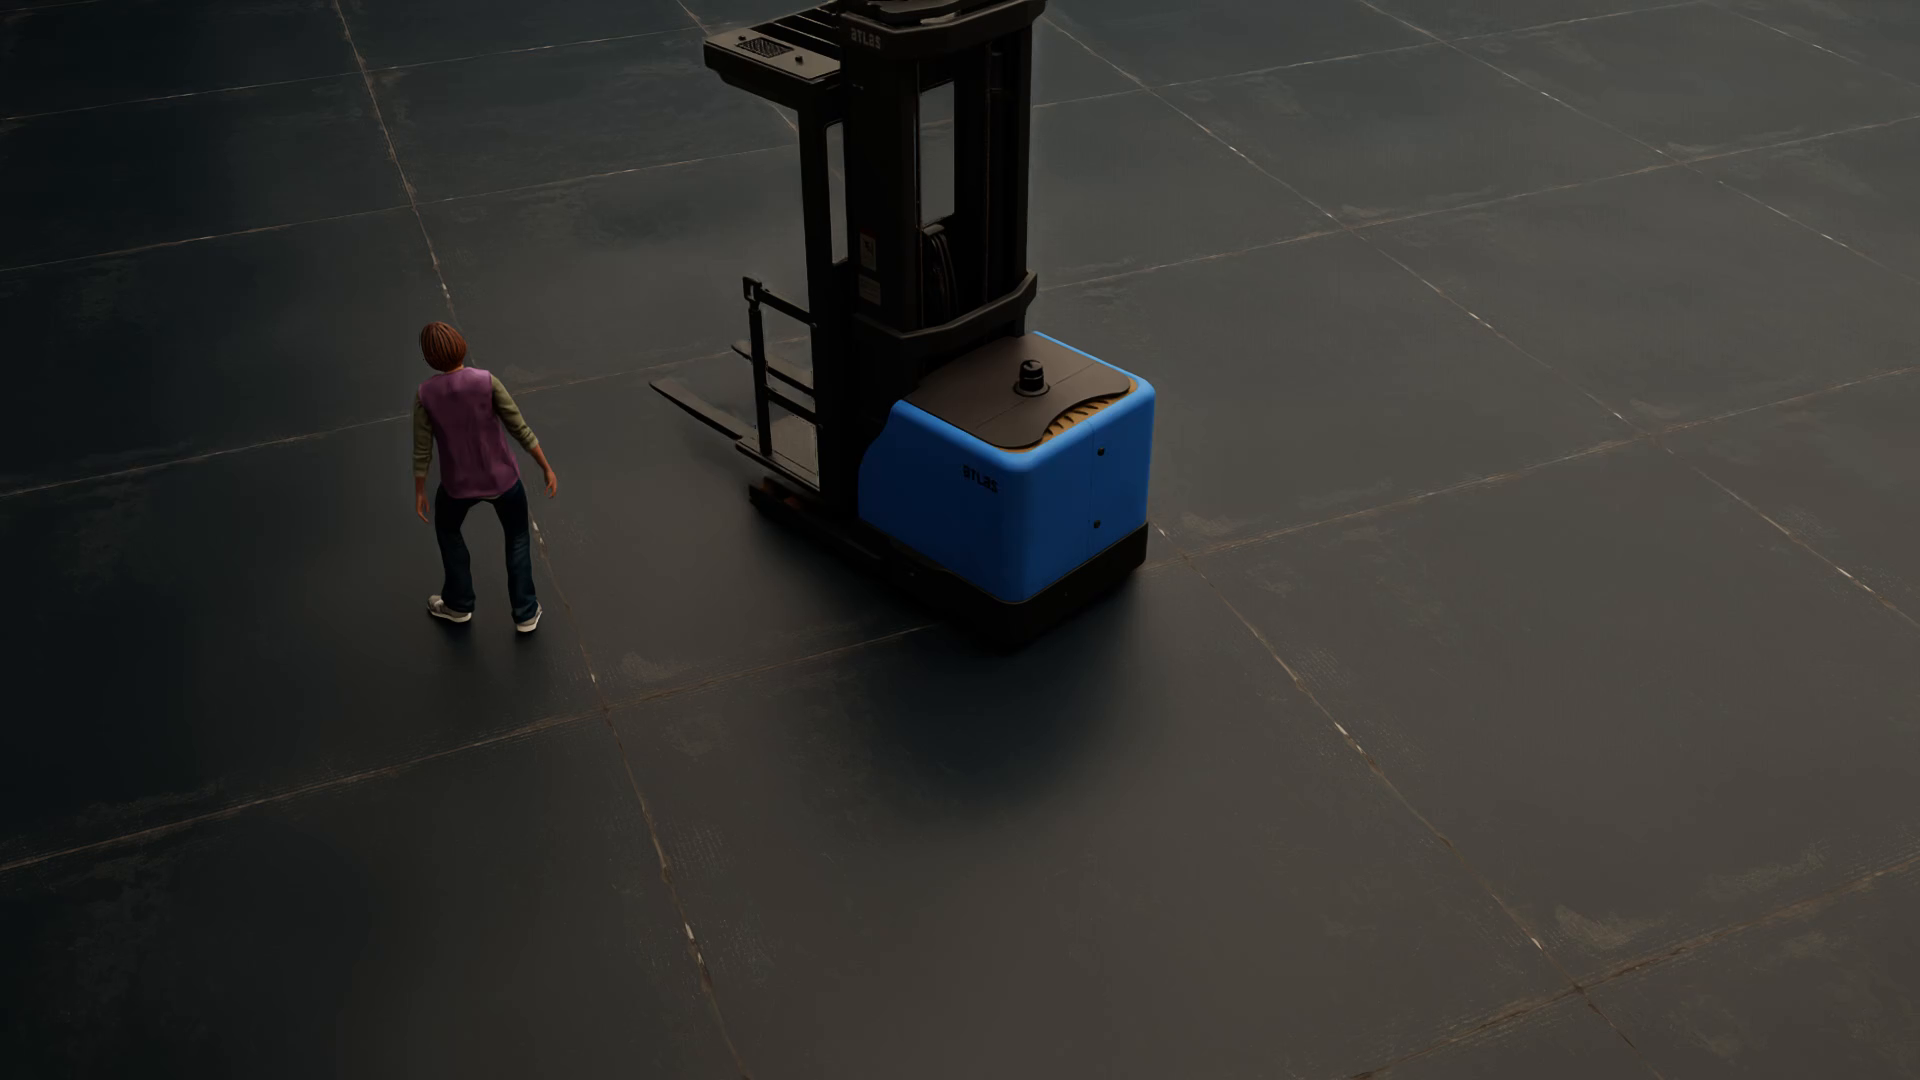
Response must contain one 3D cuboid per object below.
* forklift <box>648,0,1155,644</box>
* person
[{"bbox_3d":[-0.472,-1.449,8.137,3.031,2.935,1.130,29,45,35],"label":"forklift"},{"bbox_3d":[-2.232,-0.214,7.707,0.733,1.451,0.402,-5,36,-7],"label":"person"}]
